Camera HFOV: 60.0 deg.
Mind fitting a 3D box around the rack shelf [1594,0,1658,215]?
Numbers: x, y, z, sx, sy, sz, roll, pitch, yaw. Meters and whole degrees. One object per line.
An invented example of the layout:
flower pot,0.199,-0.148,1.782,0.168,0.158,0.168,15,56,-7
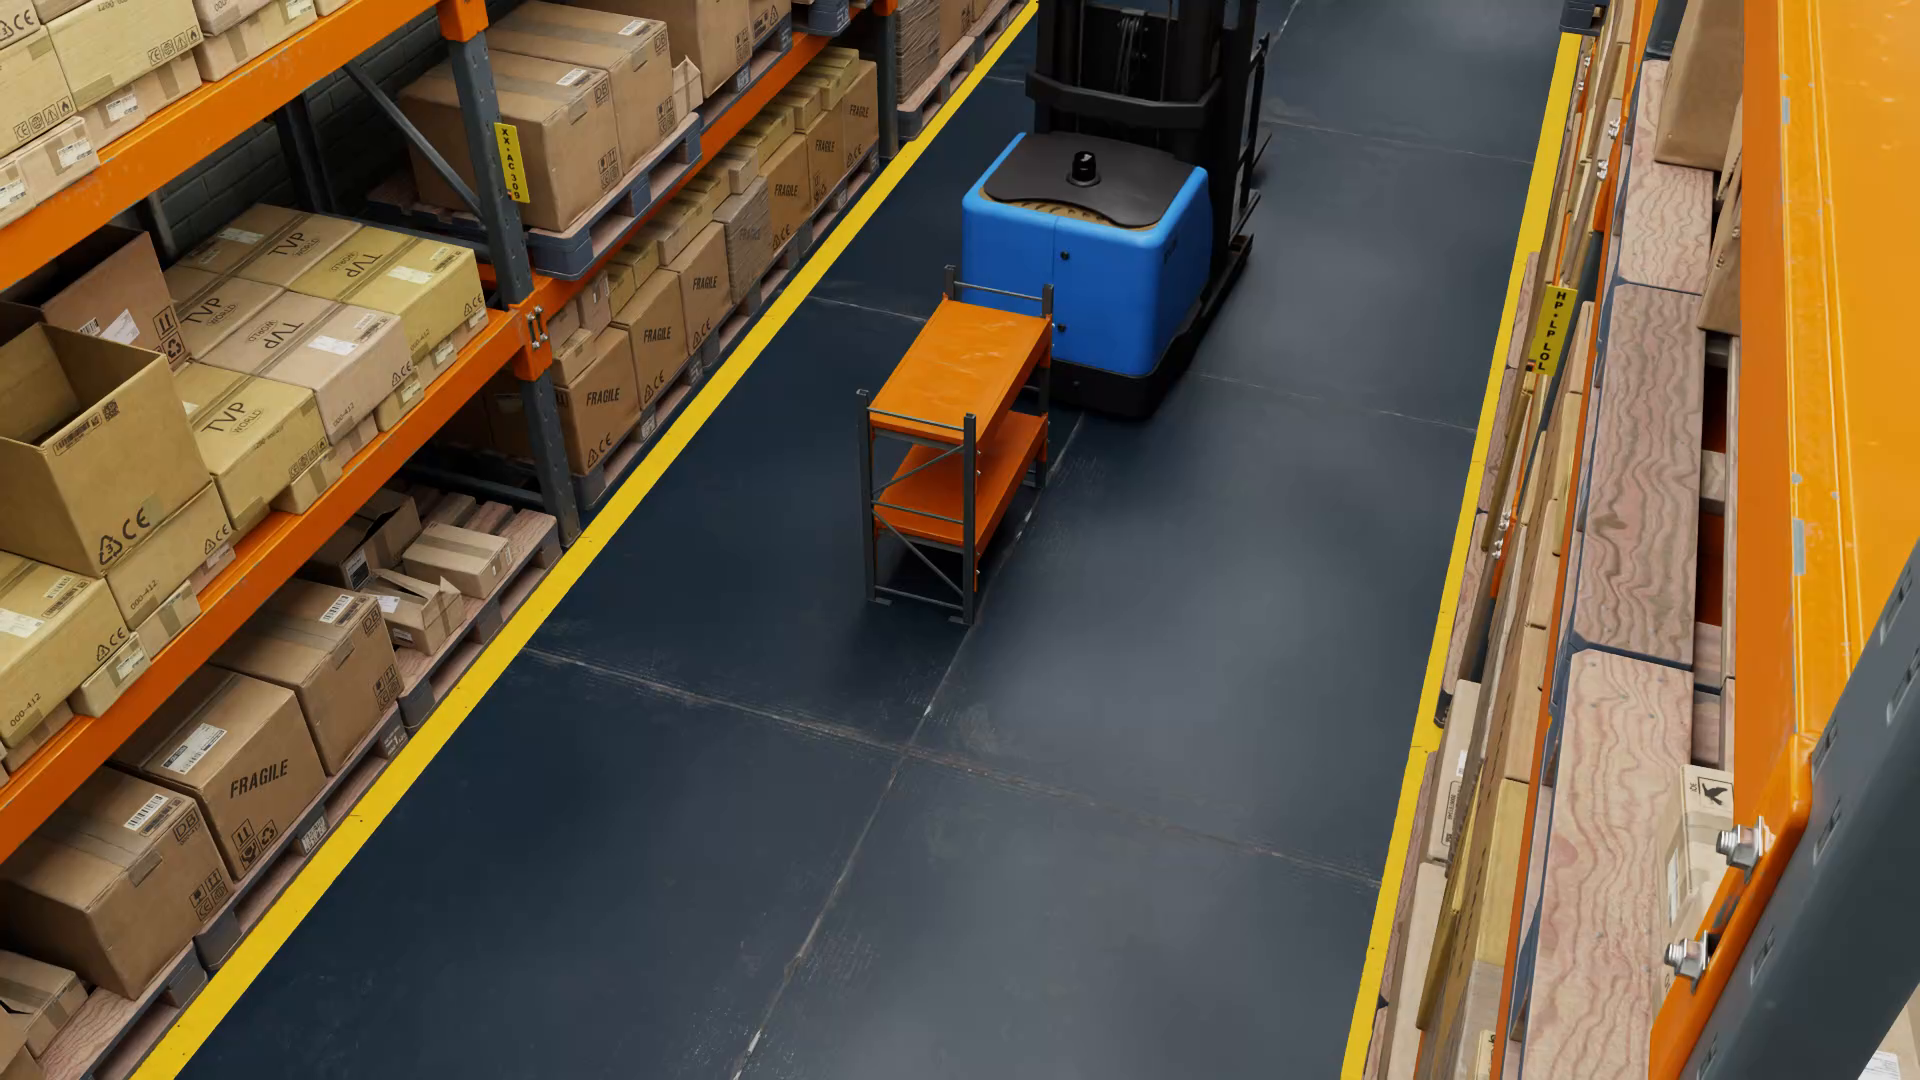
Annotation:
rack shelf,3.101,-2.232,6.252,1.077,0.370,4.000,13,42,15

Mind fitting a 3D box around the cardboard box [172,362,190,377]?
cardboard box,-3.015,-0.437,5.791,0.500,0.250,0.500,14,42,16

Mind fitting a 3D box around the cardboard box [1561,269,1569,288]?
cardboard box,2.503,-0.908,6.187,0.500,0.250,0.500,14,43,16

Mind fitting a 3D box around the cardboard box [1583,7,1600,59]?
cardboard box,4.733,-3.425,11.108,0.950,0.372,0.625,16,43,18

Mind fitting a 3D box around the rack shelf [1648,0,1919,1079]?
rack shelf,1.733,-0.782,2.549,1.077,0.370,4.000,13,42,15

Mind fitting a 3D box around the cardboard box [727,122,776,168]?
cardboard box,-1.225,-2.155,9.021,0.380,0.149,0.250,13,42,14

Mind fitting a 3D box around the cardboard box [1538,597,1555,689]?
cardboard box,1.527,0.249,3.753,0.380,0.149,0.250,13,42,15

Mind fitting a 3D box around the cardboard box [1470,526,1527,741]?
cardboard box,1.835,0.351,4.904,0.500,0.500,0.500,14,42,15

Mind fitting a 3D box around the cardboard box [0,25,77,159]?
cardboard box,-2.712,-1.157,4.323,0.500,0.250,0.500,13,42,14

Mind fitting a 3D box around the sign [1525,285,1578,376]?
sign,1.904,-0.670,5.347,0.100,0.325,0.005,13,42,15

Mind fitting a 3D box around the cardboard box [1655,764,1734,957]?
cardboard box,1.187,0.483,2.308,0.380,0.149,0.250,10,42,12

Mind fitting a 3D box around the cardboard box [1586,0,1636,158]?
cardboard box,2.859,-1.833,6.693,0.500,0.500,0.500,14,42,16

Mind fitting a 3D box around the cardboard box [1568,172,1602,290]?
cardboard box,2.334,-0.892,5.590,0.500,0.500,0.500,15,43,16

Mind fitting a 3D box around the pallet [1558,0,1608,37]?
pallet,3.928,-2.970,9.022,1.213,0.211,1.003,13,42,15

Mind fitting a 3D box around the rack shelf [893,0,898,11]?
rack shelf,-0.197,-4.630,11.374,1.077,0.370,4.000,13,42,15

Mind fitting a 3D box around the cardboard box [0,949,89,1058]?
cardboard box,-3.137,1.518,5.487,0.380,0.149,0.250,12,42,13

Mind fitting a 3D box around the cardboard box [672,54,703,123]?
cardboard box,-1.413,-2.115,7.652,0.396,0.266,0.258,15,43,17

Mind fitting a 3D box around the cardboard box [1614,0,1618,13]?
cardboard box,3.386,-2.757,7.776,0.500,0.500,0.500,12,42,14

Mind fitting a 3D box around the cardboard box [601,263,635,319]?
cardboard box,-1.777,-1.205,7.907,0.380,0.149,0.250,11,42,13

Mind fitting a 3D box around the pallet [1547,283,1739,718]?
pallet,1.709,-0.014,3.166,1.003,0.211,1.213,13,42,15

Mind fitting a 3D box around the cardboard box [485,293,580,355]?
cardboard box,-1.933,-0.986,7.422,0.380,0.149,0.250,13,42,14

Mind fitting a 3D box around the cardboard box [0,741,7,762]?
cardboard box,-3.036,0.615,4.558,0.500,0.250,0.500,14,42,16

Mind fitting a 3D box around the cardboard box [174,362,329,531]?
cardboard box,-2.534,-0.326,5.661,0.500,0.250,0.500,13,42,15

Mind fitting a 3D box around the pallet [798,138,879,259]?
pallet,-1.172,-2.176,10.092,1.003,0.211,1.213,13,42,15

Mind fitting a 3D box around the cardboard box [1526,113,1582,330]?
cardboard box,3.471,-1.533,8.503,0.875,0.875,0.875,13,42,15

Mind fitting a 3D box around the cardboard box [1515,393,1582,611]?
cardboard box,1.848,-0.020,4.569,0.500,0.500,0.500,13,42,15

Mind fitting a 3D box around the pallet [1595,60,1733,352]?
pallet,2.127,-0.756,4.036,1.003,0.211,1.213,13,42,15

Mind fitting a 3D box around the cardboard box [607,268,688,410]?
cardboard box,-1.699,-1.025,8.197,0.500,0.500,0.500,13,42,15

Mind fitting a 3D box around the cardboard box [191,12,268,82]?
cardboard box,-2.369,-1.546,5.087,0.380,0.149,0.250,13,42,15

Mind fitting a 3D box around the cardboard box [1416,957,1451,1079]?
cardboard box,1.318,1.285,3.809,0.500,0.500,0.500,14,43,16

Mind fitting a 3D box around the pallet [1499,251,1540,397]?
pallet,3.444,-1.060,8.783,1.003,0.211,1.213,13,42,15

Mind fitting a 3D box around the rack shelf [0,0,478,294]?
rack shelf,-2.933,-0.892,4.681,1.077,0.370,4.000,13,42,15

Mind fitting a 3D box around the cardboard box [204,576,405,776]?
cardboard box,-2.635,0.489,6.422,0.700,0.500,0.500,12,42,13

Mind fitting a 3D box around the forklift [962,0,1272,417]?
forklift,1.037,-2.691,8.599,1.130,2.935,3.031,15,43,17

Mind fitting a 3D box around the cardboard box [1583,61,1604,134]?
cardboard box,3.020,-1.847,7.288,0.500,0.250,0.500,13,42,15

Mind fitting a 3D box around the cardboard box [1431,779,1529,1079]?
cardboard box,1.314,0.903,3.487,0.500,0.500,0.500,13,42,15

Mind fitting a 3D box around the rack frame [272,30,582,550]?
rack frame,-2.249,-1.244,6.851,1.000,3.000,0.127,13,42,15

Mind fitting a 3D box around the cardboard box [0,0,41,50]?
cardboard box,-2.713,-1.336,4.148,0.500,0.250,0.500,14,43,16

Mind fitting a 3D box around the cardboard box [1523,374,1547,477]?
cardboard box,2.333,-0.418,5.997,0.500,0.250,0.500,12,42,14

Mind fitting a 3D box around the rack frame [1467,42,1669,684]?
rack frame,2.417,-0.145,5.563,1.000,3.000,0.127,13,42,15

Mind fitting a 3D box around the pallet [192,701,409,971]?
pallet,-2.900,0.982,6.390,1.003,0.211,1.213,13,42,15

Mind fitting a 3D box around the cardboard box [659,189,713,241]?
cardboard box,-1.488,-1.670,8.453,0.380,0.149,0.250,15,43,17

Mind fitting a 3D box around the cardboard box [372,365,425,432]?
cardboard box,-2.255,-0.571,6.255,0.380,0.149,0.250,14,43,16

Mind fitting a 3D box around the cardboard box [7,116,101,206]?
cardboard box,-2.593,-1.060,4.517,0.380,0.149,0.250,14,42,16

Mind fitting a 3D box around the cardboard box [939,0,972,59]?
cardboard box,-0.439,-3.718,11.257,0.875,0.625,0.625,15,43,16

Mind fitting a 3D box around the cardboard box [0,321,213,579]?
cardboard box,-2.696,-0.278,5.027,0.500,0.500,0.500,14,43,16

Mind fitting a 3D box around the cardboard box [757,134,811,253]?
cardboard box,-1.181,-1.965,9.298,0.500,0.500,0.500,15,43,17

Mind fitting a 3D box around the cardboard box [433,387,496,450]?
cardboard box,-2.359,-0.818,7.954,0.500,0.500,0.500,13,42,15

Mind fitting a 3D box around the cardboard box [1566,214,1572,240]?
cardboard box,2.872,-1.347,7.087,0.500,0.250,0.500,13,42,15

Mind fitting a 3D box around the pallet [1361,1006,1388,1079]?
pallet,1.668,2.109,5.069,1.003,0.211,1.213,13,42,15

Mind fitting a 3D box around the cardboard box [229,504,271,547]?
cardboard box,-2.625,-0.122,5.729,0.380,0.149,0.250,14,42,16

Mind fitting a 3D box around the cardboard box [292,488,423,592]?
cardboard box,-2.697,-0.031,7.177,0.500,0.311,0.500,15,43,17

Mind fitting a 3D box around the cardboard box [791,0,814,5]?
cardboard box,-0.938,-3.071,8.785,0.500,0.250,0.500,11,42,13

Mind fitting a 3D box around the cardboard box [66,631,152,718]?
cardboard box,-2.759,0.376,5.145,0.380,0.149,0.250,12,42,14

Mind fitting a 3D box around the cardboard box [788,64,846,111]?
cardboard box,-0.876,-2.609,9.553,0.380,0.149,0.250,11,42,13

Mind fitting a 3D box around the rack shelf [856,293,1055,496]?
rack shelf,-0.002,-0.646,7.144,0.538,0.278,1.000,13,42,15

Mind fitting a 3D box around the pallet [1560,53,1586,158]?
pallet,4.472,-2.742,10.755,1.003,0.211,1.213,13,42,15

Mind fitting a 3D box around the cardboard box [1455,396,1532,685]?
cardboard box,2.554,0.108,6.580,0.875,0.875,0.875,15,43,16

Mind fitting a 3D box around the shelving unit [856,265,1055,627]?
shelving unit,-0.002,-0.424,7.334,0.538,1.125,1.048,13,42,15
